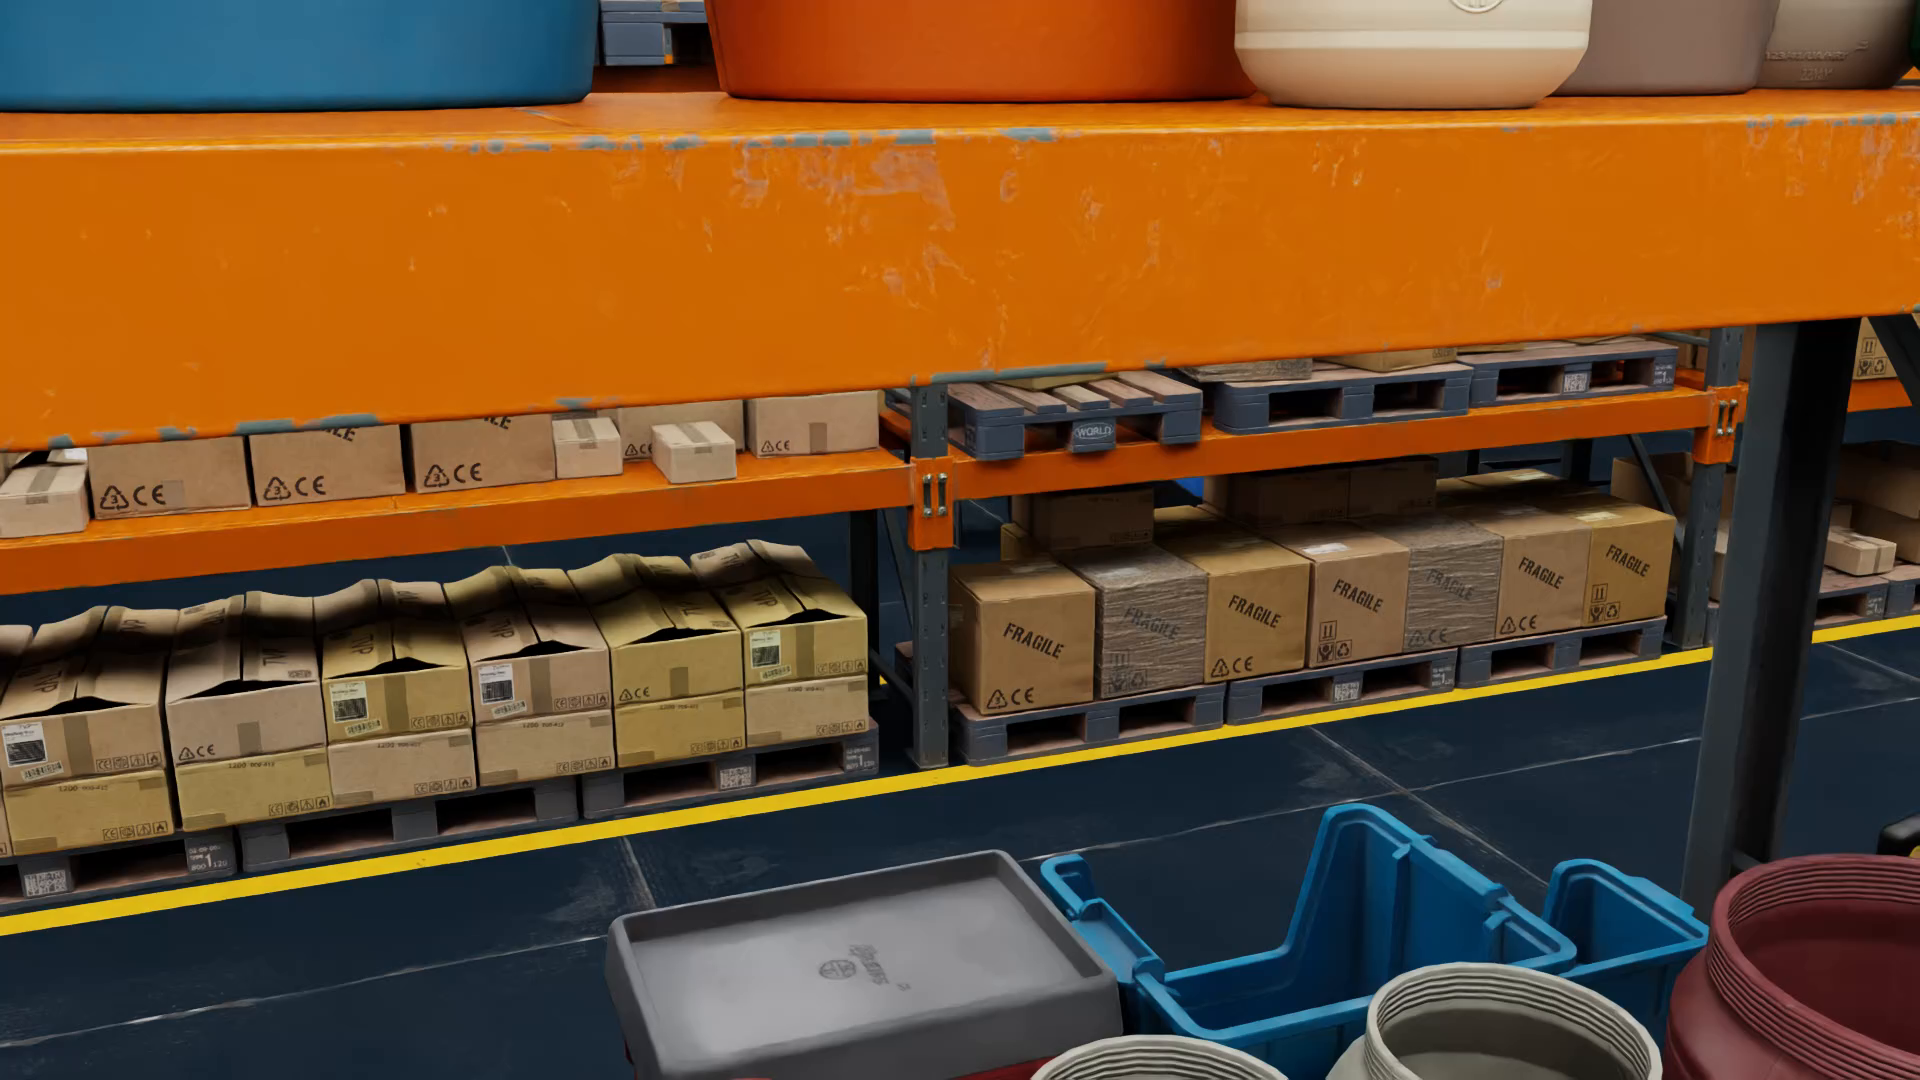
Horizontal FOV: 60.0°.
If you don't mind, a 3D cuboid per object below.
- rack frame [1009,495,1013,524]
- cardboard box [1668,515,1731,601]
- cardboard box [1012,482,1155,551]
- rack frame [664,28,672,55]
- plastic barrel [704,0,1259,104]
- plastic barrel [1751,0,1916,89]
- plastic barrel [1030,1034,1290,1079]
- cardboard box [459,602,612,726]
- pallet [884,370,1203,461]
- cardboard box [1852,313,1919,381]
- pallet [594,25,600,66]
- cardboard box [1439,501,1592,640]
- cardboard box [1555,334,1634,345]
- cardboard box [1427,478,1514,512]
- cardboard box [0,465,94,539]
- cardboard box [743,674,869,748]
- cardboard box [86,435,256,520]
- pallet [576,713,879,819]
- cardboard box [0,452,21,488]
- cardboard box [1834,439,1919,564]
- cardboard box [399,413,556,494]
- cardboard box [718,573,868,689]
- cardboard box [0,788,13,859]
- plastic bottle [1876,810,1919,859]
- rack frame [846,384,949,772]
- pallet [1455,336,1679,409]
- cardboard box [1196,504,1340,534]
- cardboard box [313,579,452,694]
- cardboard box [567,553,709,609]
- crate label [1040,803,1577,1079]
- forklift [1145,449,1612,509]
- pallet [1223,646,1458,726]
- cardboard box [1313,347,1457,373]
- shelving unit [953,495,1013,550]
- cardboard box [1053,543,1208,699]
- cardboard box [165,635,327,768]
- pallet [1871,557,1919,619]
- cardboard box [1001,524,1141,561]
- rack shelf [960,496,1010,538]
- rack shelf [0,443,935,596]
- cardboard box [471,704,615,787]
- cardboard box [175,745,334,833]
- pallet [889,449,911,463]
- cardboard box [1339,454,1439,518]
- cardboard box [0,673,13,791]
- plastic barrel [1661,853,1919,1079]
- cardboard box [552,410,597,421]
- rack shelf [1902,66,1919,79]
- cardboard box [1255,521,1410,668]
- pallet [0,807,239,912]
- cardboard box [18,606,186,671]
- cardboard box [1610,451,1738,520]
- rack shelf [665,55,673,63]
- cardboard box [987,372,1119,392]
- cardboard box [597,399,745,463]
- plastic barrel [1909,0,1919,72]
[{"bbox_3d":[0.382,-1.049,9.943,0.015,2.100,0.400,-6,17,-20],"label":"rack frame"},{"bbox_3d":[3.923,0.069,8.532,0.500,0.311,0.500,-6,17,-20],"label":"cardboard box"},{"bbox_3d":[0.558,-0.156,7.631,0.500,0.250,0.500,-5,17,-18],"label":"cardboard box"},{"bbox_3d":[-2.058,-1.925,11.329,0.127,3.000,1.000,-6,17,-20],"label":"rack frame"},{"bbox_3d":[0.032,-0.872,1.657,0.708,0.830,0.600,-6,17,-20],"label":"plastic barrel"},{"bbox_3d":[1.087,-0.860,2.182,0.421,0.512,0.421,0,16,0],"label":"plastic barrel"},{"bbox_3d":[0.209,0.831,1.748,0.421,0.512,0.421,0,16,0],"label":"plastic barrel"},{"bbox_3d":[-1.638,0.449,6.385,0.500,0.311,0.500,-6,17,-20],"label":"cardboard box"},{"bbox_3d":[0.326,-0.616,7.214,1.003,0.211,1.213,-6,17,-20],"label":"pallet"},{"bbox_3d":[4.504,-1.105,8.360,0.500,0.500,0.500,-6,17,-19],"label":"cardboard box"},{"bbox_3d":[-1.927,-1.765,5.796,1.213,0.211,1.003,-5,17,-18],"label":"pallet"},{"bbox_3d":[2.630,0.136,7.967,0.500,0.500,0.500,-6,17,-20],"label":"cardboard box"},{"bbox_3d":[2.931,-1.286,8.230,0.500,0.500,0.700,-14,21,-39],"label":"cardboard box"},{"bbox_3d":[2.420,0.005,8.414,0.500,0.500,0.500,-6,17,-19],"label":"cardboard box"},{"bbox_3d":[-3.117,-0.133,5.675,0.250,0.149,0.380,-6,17,-20],"label":"cardboard box"},{"bbox_3d":[-0.686,0.613,6.821,0.500,0.250,0.500,-6,17,-19],"label":"cardboard box"},{"bbox_3d":[-2.802,-0.393,5.934,0.500,0.500,0.500,-5,17,-16],"label":"cardboard box"},{"bbox_3d":[-1.065,0.789,7.037,1.213,0.211,1.003,-6,17,-20],"label":"pallet"},{"bbox_3d":[-3.573,-0.208,5.748,0.500,0.250,0.500,-5,17,-17],"label":"cardboard box"},{"bbox_3d":[5.206,-0.229,9.204,0.637,0.503,0.797,-6,17,-20],"label":"cardboard box"},{"bbox_3d":[-1.843,-0.496,6.287,0.500,0.500,0.500,-7,18,-23],"label":"cardboard box"},{"bbox_3d":[-0.683,0.345,6.741,0.500,0.311,0.500,-6,17,-19],"label":"cardboard box"},{"bbox_3d":[-3.552,0.924,5.763,0.500,0.250,0.500,-7,18,-21],"label":"cardboard box"},{"bbox_3d":[1.712,0.585,2.990,0.133,0.283,0.061,-6,17,-20],"label":"plastic bottle"},{"bbox_3d":[-0.282,-0.622,6.892,0.127,3.000,1.000,-6,17,-20],"label":"rack frame"},{"bbox_3d":[2.668,-0.881,8.116,1.213,0.211,1.003,-6,17,-20],"label":"pallet"},{"bbox_3d":[1.479,0.104,8.076,0.500,0.500,0.500,-7,18,-22],"label":"cardboard box"},{"bbox_3d":[-2.321,0.361,6.686,0.500,0.311,0.500,-6,18,-21],"label":"cardboard box"},{"bbox_3d":[-1.364,0.258,7.036,0.500,0.311,0.500,-7,18,-21],"label":"cardboard box"},{"bbox_3d":[0.462,0.694,2.349,0.616,0.435,0.502,-6,17,-20],"label":"crate label"},{"bbox_3d":[2.771,-1.582,10.284,3.031,2.935,1.130,-4,17,-12],"label":"forklift"},{"bbox_3d":[1.566,0.529,7.922,1.213,0.211,1.003,-6,17,-20],"label":"pallet"},{"bbox_3d":[1.826,-1.080,7.530,0.500,0.500,0.700,-11,20,-34],"label":"cardboard box"},{"bbox_3d":[0.155,-1.024,9.859,0.503,2.100,0.431,-6,17,-20],"label":"shelving unit"},{"bbox_3d":[0.732,0.342,7.267,0.500,0.500,0.500,-7,18,-22],"label":"cardboard box"},{"bbox_3d":[-2.590,0.553,6.032,0.500,0.311,0.500,-7,18,-22],"label":"cardboard box"},{"bbox_3d":[5.236,0.120,9.315,1.213,0.211,1.003,-6,17,-20],"label":"pallet"},{"bbox_3d":[0.507,0.210,7.713,0.500,0.500,0.500,-5,17,-18],"label":"cardboard box"},{"bbox_3d":[0.155,-0.339,10.060,0.480,0.518,0.431,-6,17,-20],"label":"rack shelf"},{"bbox_3d":[-2.150,-0.075,6.306,4.000,0.370,1.077,-6,17,-20],"label":"rack shelf"},{"bbox_3d":[-1.637,0.716,6.471,0.500,0.250,0.500,-6,17,-19],"label":"cardboard box"},{"bbox_3d":[-2.591,0.820,6.118,0.500,0.250,0.500,-7,18,-22],"label":"cardboard box"},{"bbox_3d":[-0.157,-0.768,12.340,1.213,0.211,1.003,-6,17,-20],"label":"pallet"},{"bbox_3d":[1.981,-0.311,8.159,0.500,0.250,0.500,-6,17,-20],"label":"cardboard box"},{"bbox_3d":[-3.542,0.654,5.686,0.500,0.311,0.500,-6,17,-20],"label":"cardboard box"},{"bbox_3d":[1.162,0.743,2.003,0.708,0.536,0.600,-6,17,-20],"label":"plastic barrel"},{"bbox_3d":[-2.712,-0.850,11.325,0.500,0.500,0.700,-6,17,-19],"label":"cardboard box"},{"bbox_3d":[5.321,-2.321,8.630,4.000,0.370,1.077,-6,17,-20],"label":"rack shelf"},{"bbox_3d":[1.688,0.238,7.618,0.500,0.500,0.500,-7,18,-22],"label":"cardboard box"},{"bbox_3d":[-3.343,1.035,6.199,1.213,0.211,1.003,-6,17,-20],"label":"pallet"},{"bbox_3d":[-3.258,0.460,6.348,0.500,0.311,0.500,-6,17,-19],"label":"cardboard box"},{"bbox_3d":[3.884,-0.169,9.005,0.500,0.500,0.500,-6,17,-20],"label":"cardboard box"},{"bbox_3d":[-0.190,-3.220,11.694,4.000,0.370,1.077,-6,17,-20],"label":"rack shelf"},{"bbox_3d":[0.266,-0.964,7.136,0.500,0.500,0.700,-13,21,-38],"label":"cardboard box"},{"bbox_3d":[-1.186,-0.540,6.771,0.500,0.311,0.500,-6,18,-21],"label":"cardboard box"},{"bbox_3d":[1.275,-0.644,1.921,0.294,0.245,0.294,0,16,0],"label":"plastic barrel"}]
